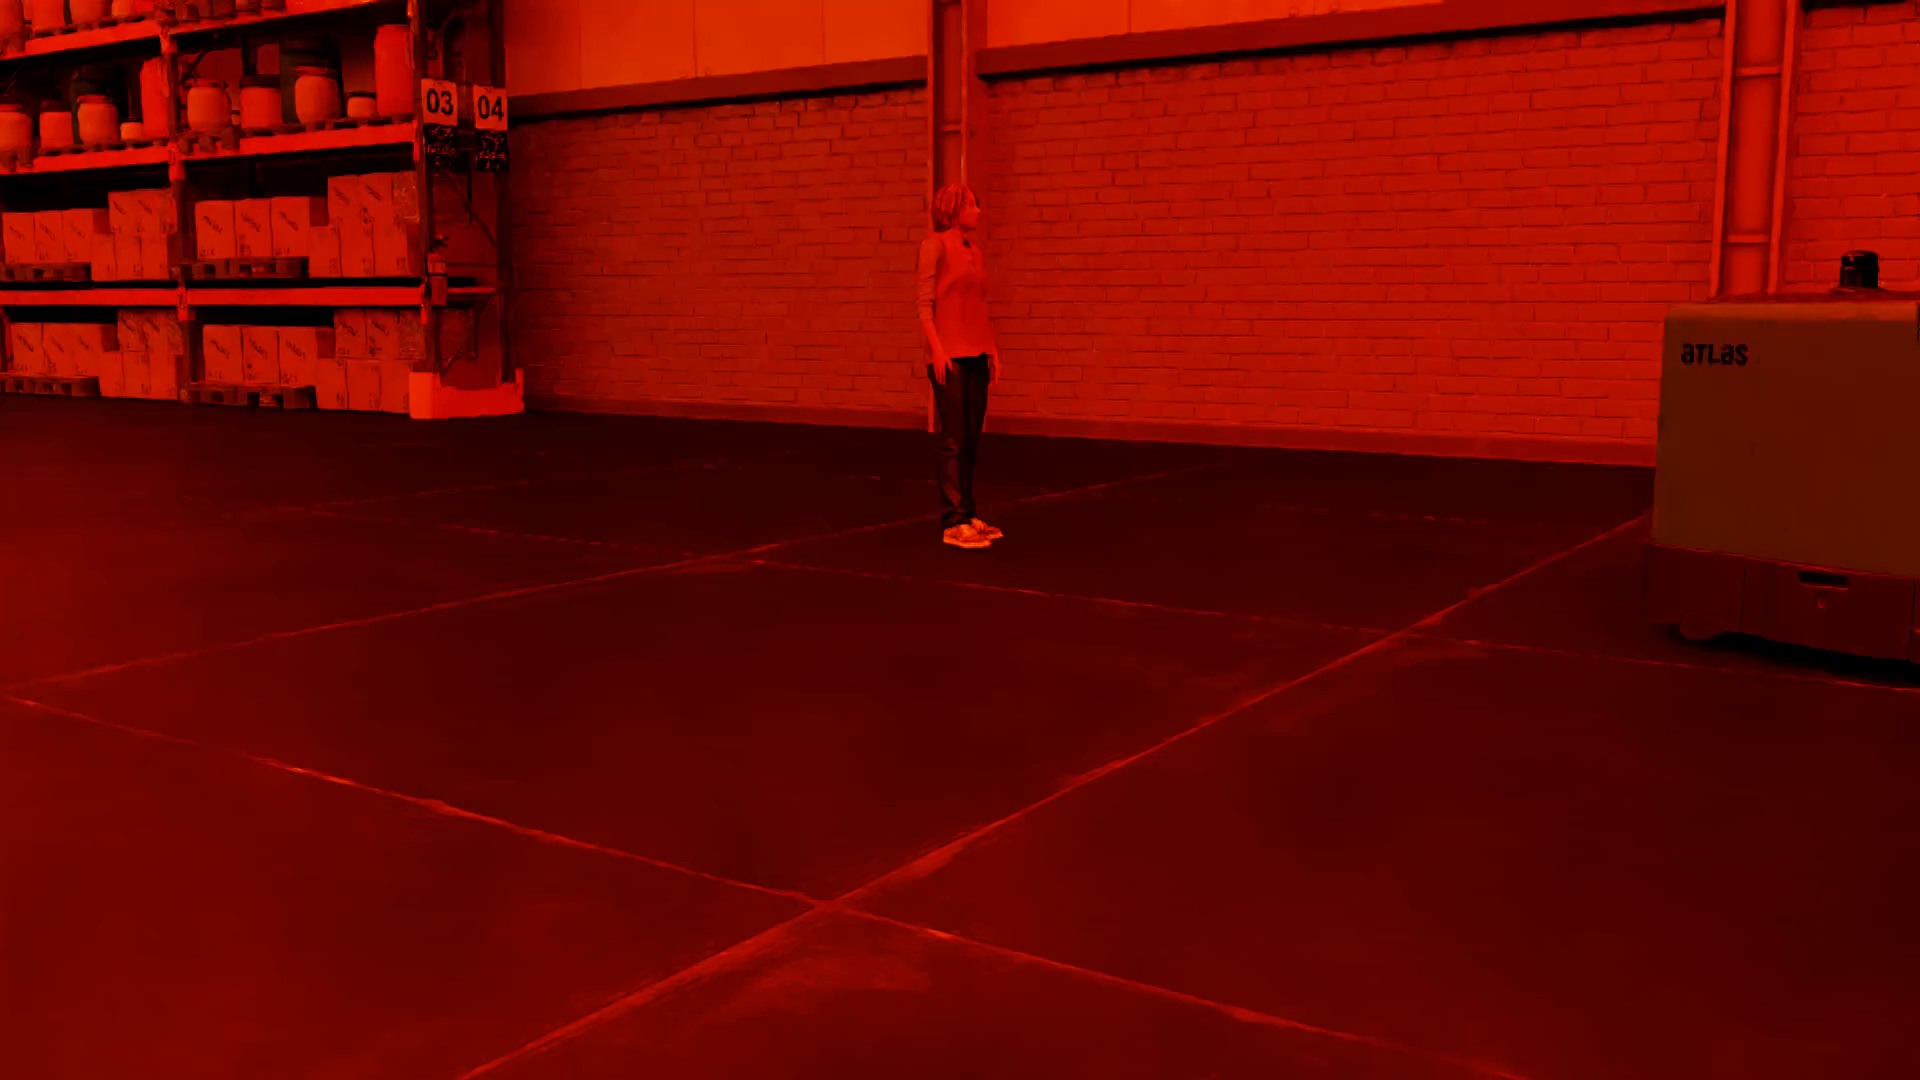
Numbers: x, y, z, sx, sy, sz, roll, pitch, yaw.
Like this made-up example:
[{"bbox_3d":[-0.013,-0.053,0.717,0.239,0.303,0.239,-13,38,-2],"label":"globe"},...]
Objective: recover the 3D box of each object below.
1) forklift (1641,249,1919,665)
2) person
[{"bbox_3d":[3.479,-1.008,4.284,1.130,2.935,3.031,-6,10,-36],"label":"forklift"},{"bbox_3d":[0.054,-0.790,7.438,0.474,1.597,0.520,5,10,34],"label":"person"}]
